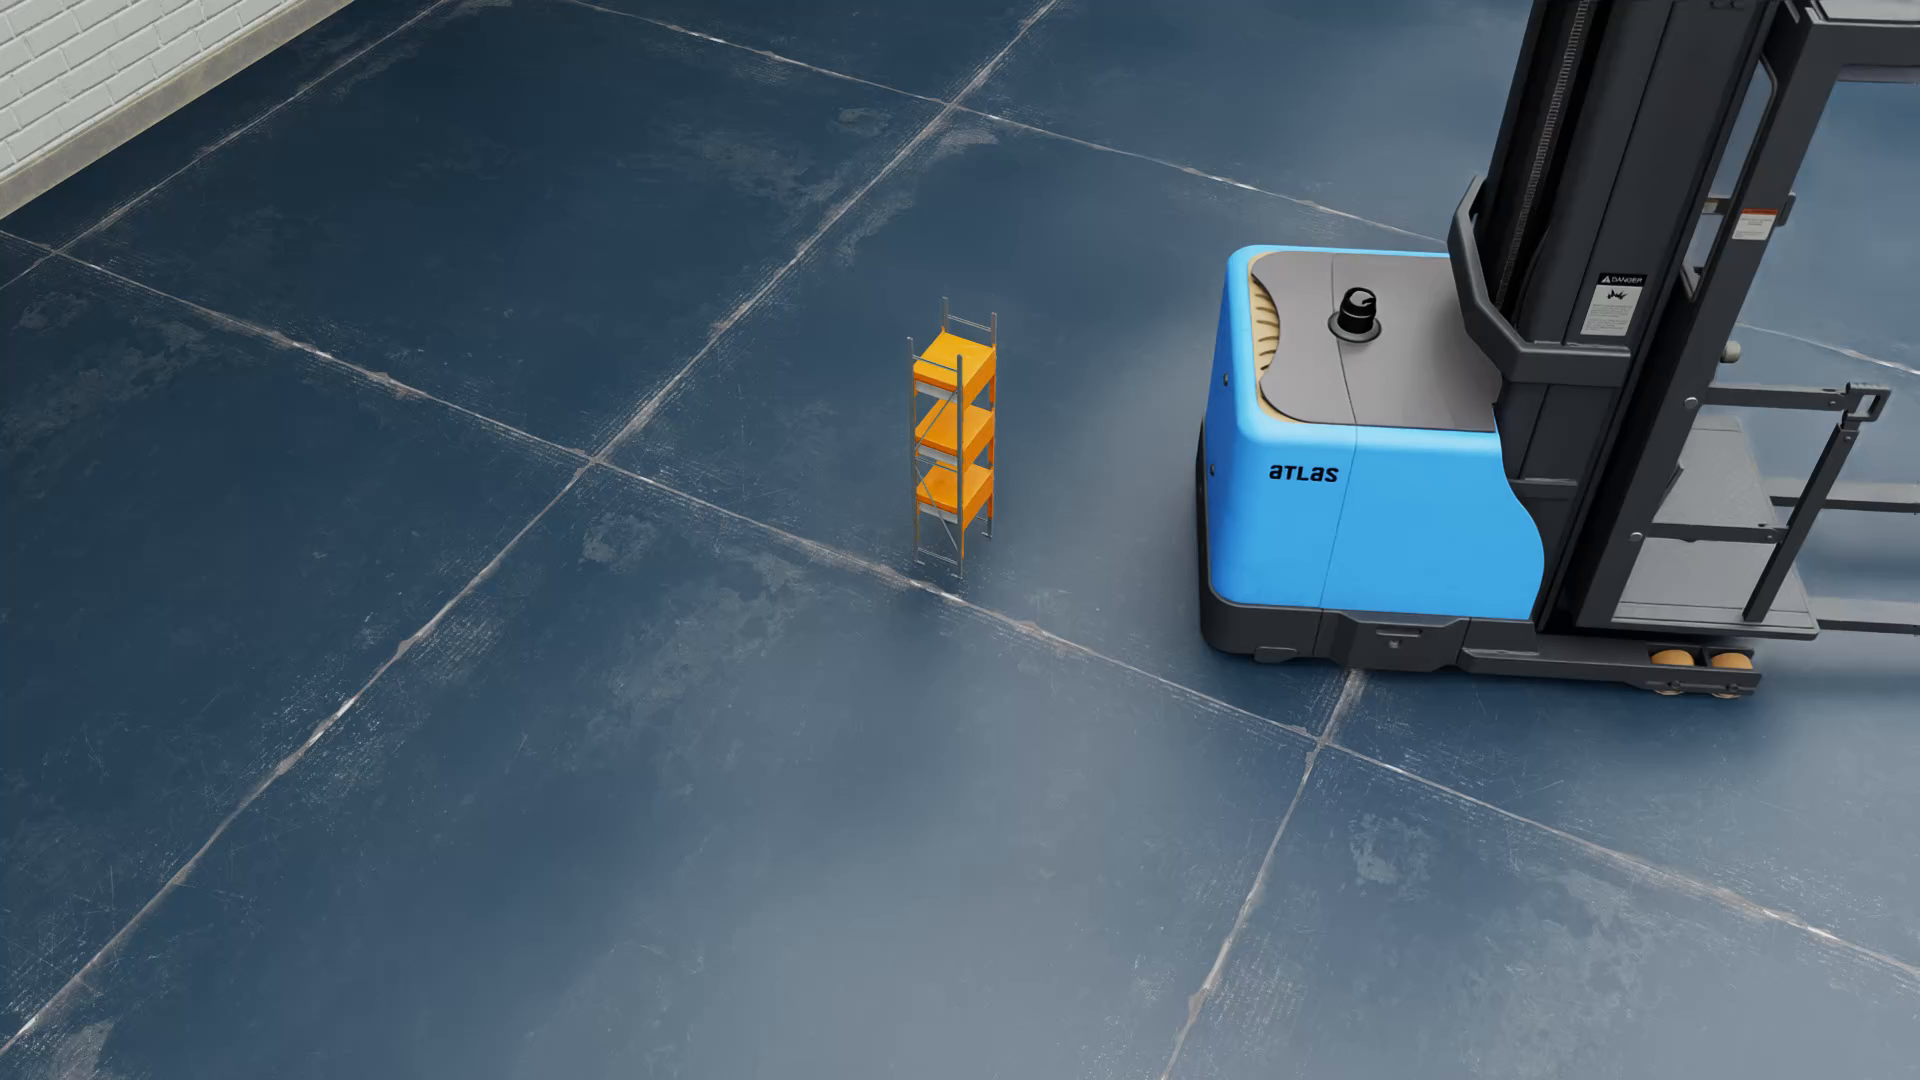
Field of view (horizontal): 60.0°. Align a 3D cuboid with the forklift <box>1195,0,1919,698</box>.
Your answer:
[{"bbox_3d":[2.388,-0.883,5.062,3.031,2.935,1.130,3,45,3],"label":"forklift"}]

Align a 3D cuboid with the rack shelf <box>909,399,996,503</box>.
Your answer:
[{"bbox_3d":[-0.025,-0.328,5.851,0.215,0.259,0.240,20,49,19],"label":"rack shelf"}]

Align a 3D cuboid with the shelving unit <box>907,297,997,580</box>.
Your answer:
[{"bbox_3d":[-0.025,-0.335,5.843,0.215,1.050,0.252,20,49,19],"label":"shelving unit"}]

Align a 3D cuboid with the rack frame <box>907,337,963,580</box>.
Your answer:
[{"bbox_3d":[-0.081,-0.258,5.767,0.200,1.050,0.008,20,49,19],"label":"rack frame"}]

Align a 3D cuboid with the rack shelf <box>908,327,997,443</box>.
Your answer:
[{"bbox_3d":[-0.025,-0.527,5.649,0.215,0.259,0.240,20,49,19],"label":"rack shelf"}]

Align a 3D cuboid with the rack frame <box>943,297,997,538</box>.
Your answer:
[{"bbox_3d":[0.032,-0.412,5.919,0.200,1.050,0.008,20,49,19],"label":"rack frame"}]

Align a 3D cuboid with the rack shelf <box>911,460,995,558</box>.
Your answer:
[{"bbox_3d":[-0.025,-0.133,6.048,0.215,0.259,0.240,20,49,19],"label":"rack shelf"}]
